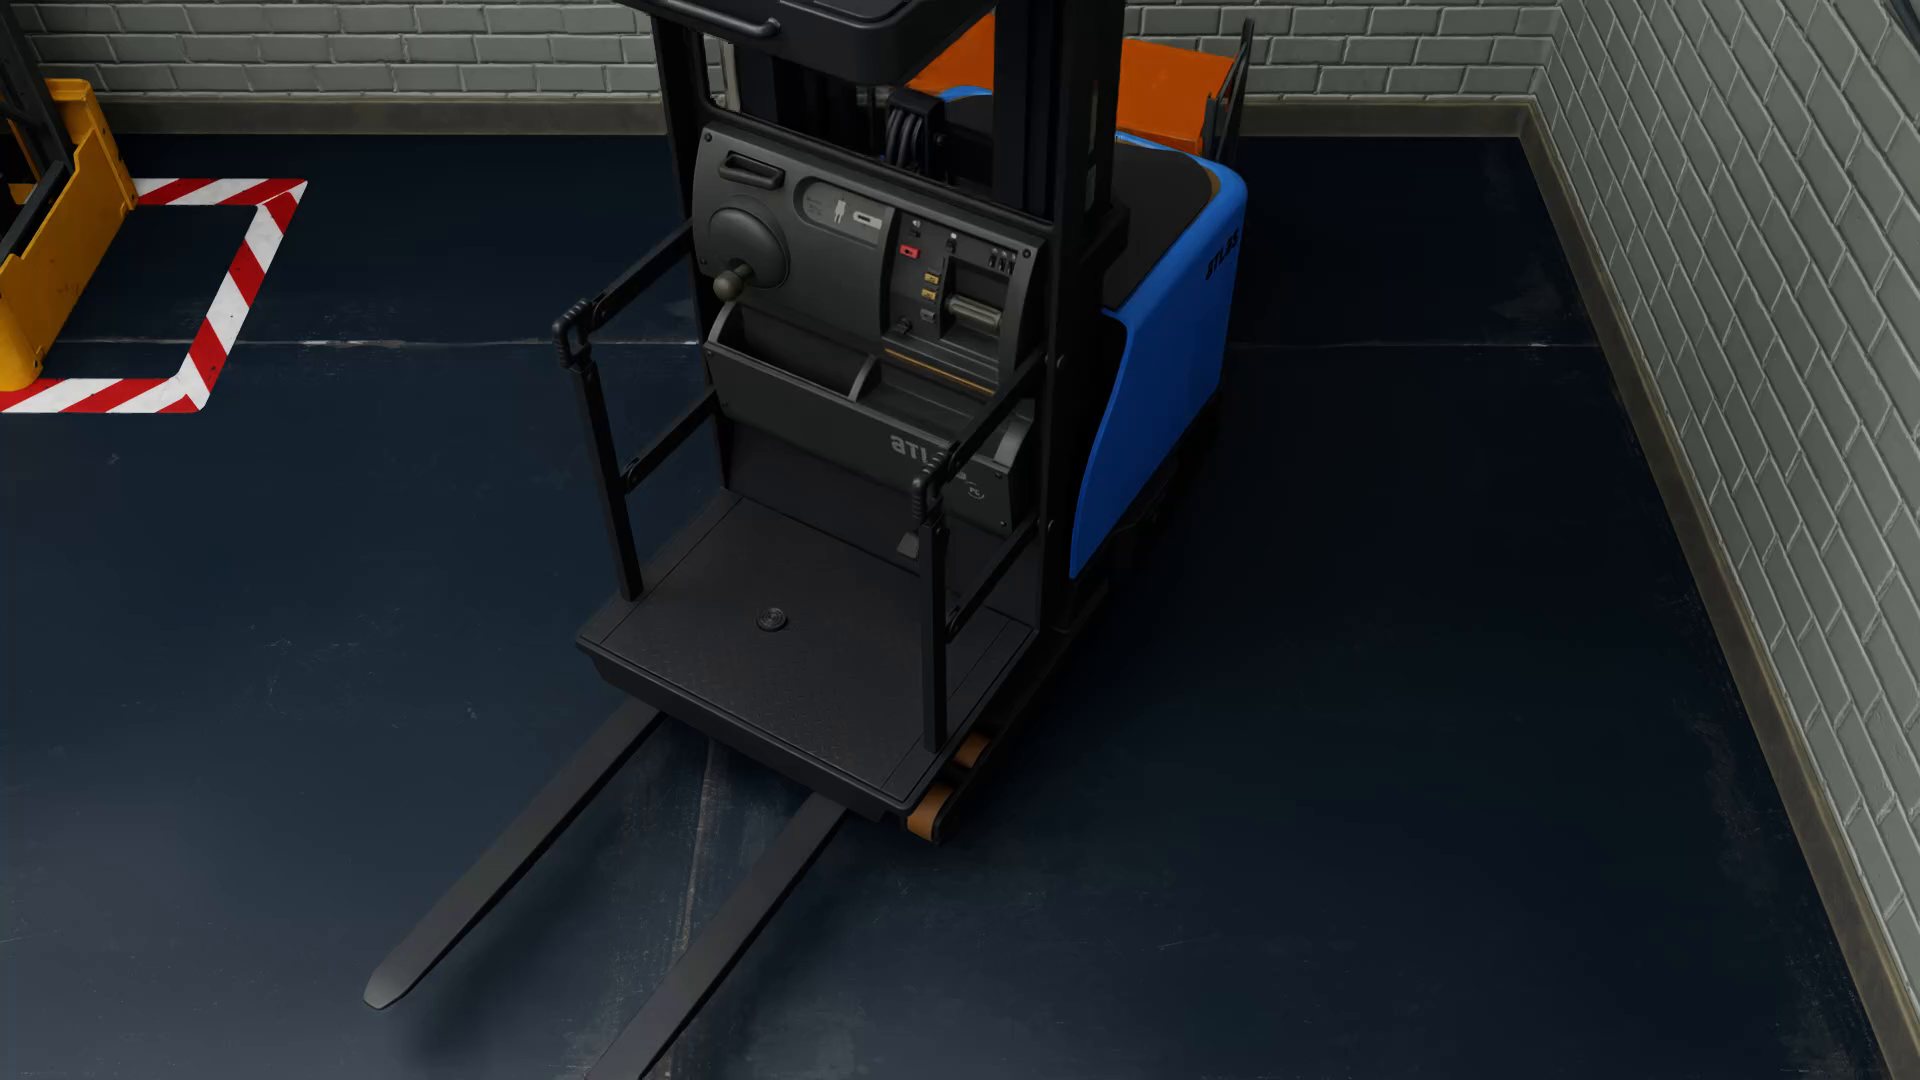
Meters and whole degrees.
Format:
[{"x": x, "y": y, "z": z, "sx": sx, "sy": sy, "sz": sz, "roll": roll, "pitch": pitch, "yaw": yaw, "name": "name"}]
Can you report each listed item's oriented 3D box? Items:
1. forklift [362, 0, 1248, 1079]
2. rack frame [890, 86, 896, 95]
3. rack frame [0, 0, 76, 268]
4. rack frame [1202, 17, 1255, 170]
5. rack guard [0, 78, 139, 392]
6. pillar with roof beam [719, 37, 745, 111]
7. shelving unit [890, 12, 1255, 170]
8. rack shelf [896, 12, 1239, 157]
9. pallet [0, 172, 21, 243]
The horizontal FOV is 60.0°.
[{"x": -0.350, "y": -0.583, "z": 3.790, "sx": 1.130, "sy": 2.935, "sz": 3.031, "roll": 24, "pitch": 51, "yaw": 21, "name": "forklift"}, {"x": -0.123, "y": -1.348, "z": 5.736, "sx": 0.032, "sy": 1.125, "sz": 0.500, "roll": 15, "pitch": 49, "yaw": 14, "name": "rack frame"}, {"x": -3.398, "y": -1.962, "z": 5.027, "sx": 0.127, "sy": 3.000, "sz": 1.000, "roll": 0, "pitch": 47, "yaw": 0, "name": "rack frame"}, {"x": 0.831, "y": -1.092, "z": 5.498, "sx": 0.032, "sy": 1.125, "sz": 0.500, "roll": 15, "pitch": 49, "yaw": 14, "name": "rack frame"}, {"x": -3.374, "y": -1.110, "z": 5.941, "sx": 0.348, "sy": 0.500, "sz": 1.175, "roll": 0, "pitch": 47, "yaw": 0, "name": "rack guard"}, {"x": -0.711, "y": -1.480, "z": 0.480, "sx": 0.400, "sy": 9.000, "sz": 9.100, "roll": 0, "pitch": 47, "yaw": 0, "name": "pillar with roof beam"}, {"x": 0.354, "y": -1.220, "z": 5.617, "sx": 1.048, "sy": 1.125, "sz": 0.538, "roll": 15, "pitch": 49, "yaw": 14, "name": "shelving unit"}, {"x": 0.354, "y": -1.419, "z": 5.403, "sx": 1.000, "sy": 0.278, "sz": 0.538, "roll": 15, "pitch": 49, "yaw": 14, "name": "rack shelf"}, {"x": -4.198, "y": -0.956, "z": 5.996, "sx": 1.213, "sy": 0.211, "sz": 1.003, "roll": 0, "pitch": 47, "yaw": 0, "name": "pallet"}]
